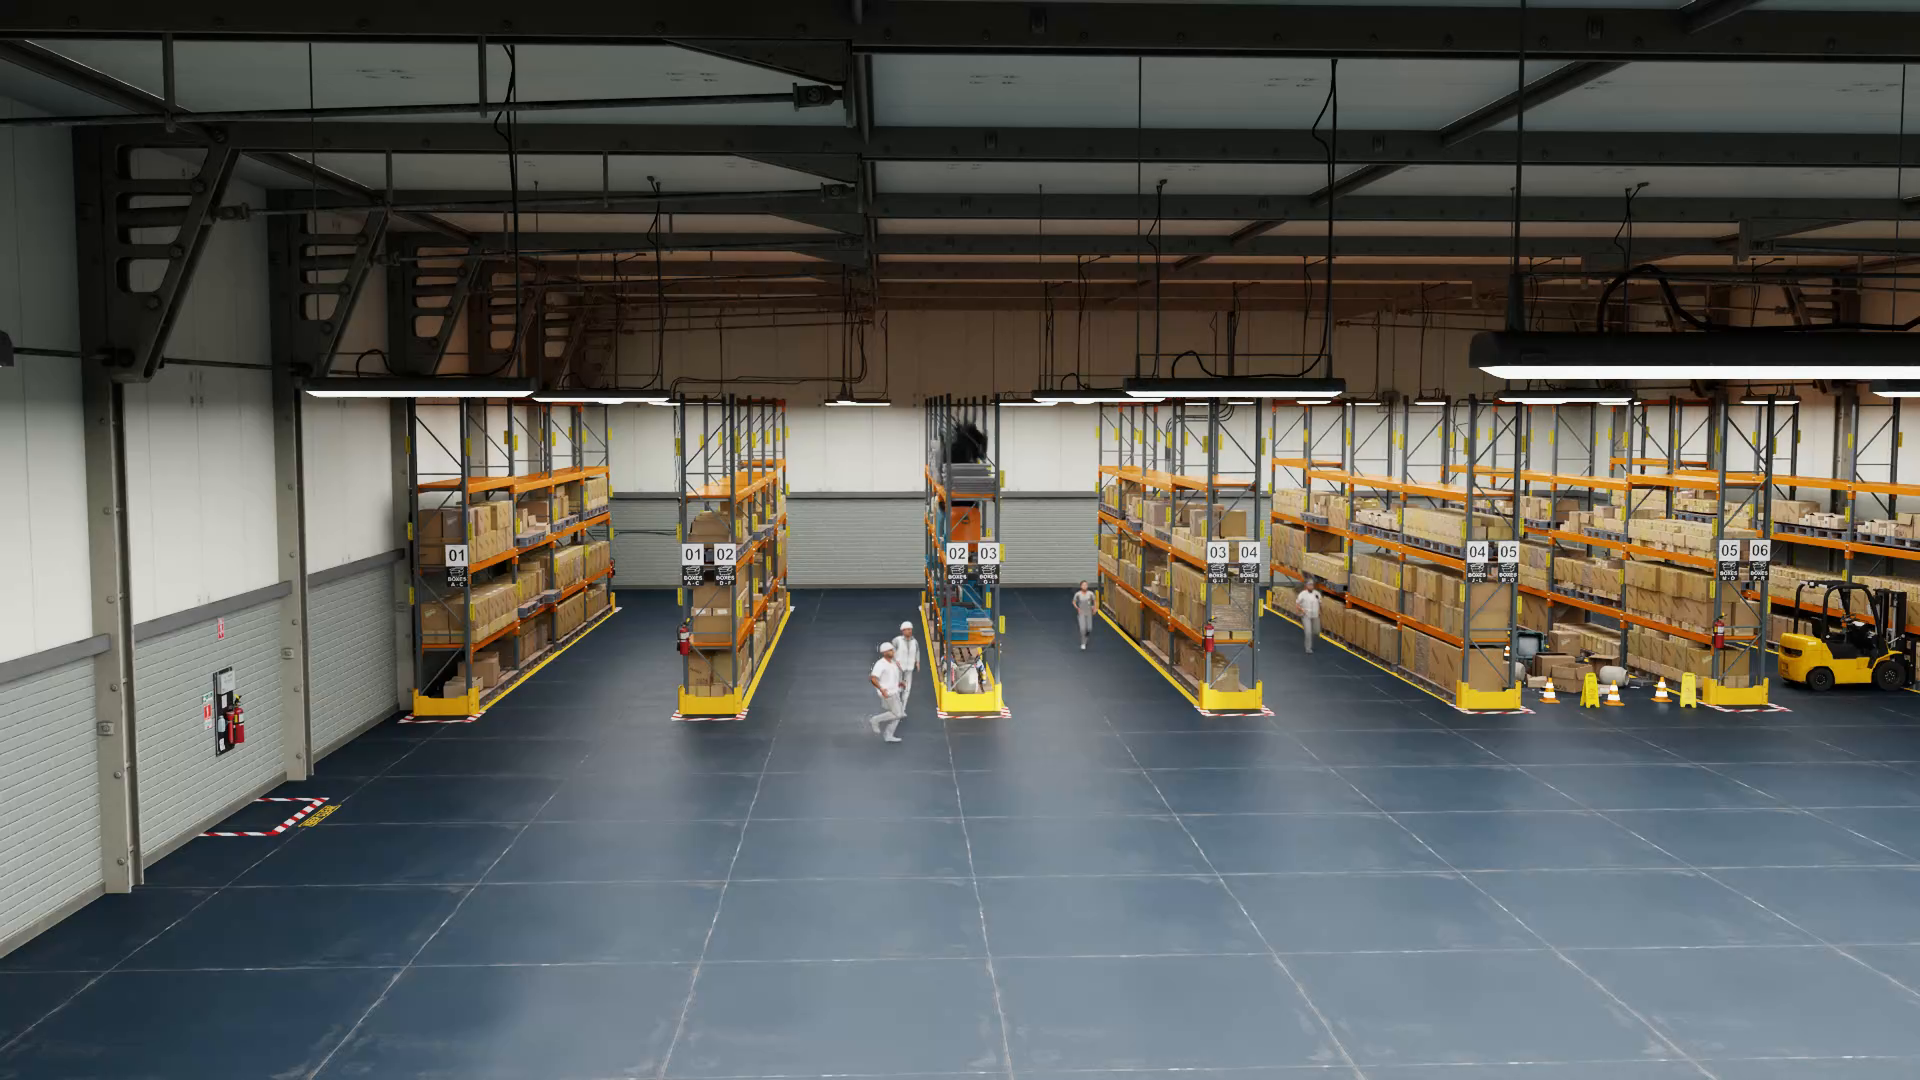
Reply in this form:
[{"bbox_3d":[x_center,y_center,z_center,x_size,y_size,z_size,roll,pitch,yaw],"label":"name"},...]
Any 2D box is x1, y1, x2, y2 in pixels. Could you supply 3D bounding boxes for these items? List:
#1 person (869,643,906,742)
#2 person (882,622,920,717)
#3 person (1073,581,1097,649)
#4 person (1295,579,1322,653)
[{"bbox_3d":[-1.245,2.613,28.588,0.578,1.712,0.718,2,5,20],"label":"person"},{"bbox_3d":[-1.048,2.395,31.206,0.697,1.739,0.701,-3,5,-30],"label":"person"},{"bbox_3d":[2.986,1.777,39.718,0.596,1.630,0.531,0,5,-5],"label":"person"},{"bbox_3d":[8.210,1.773,39.052,0.661,1.726,0.628,0,5,-4],"label":"person"}]
